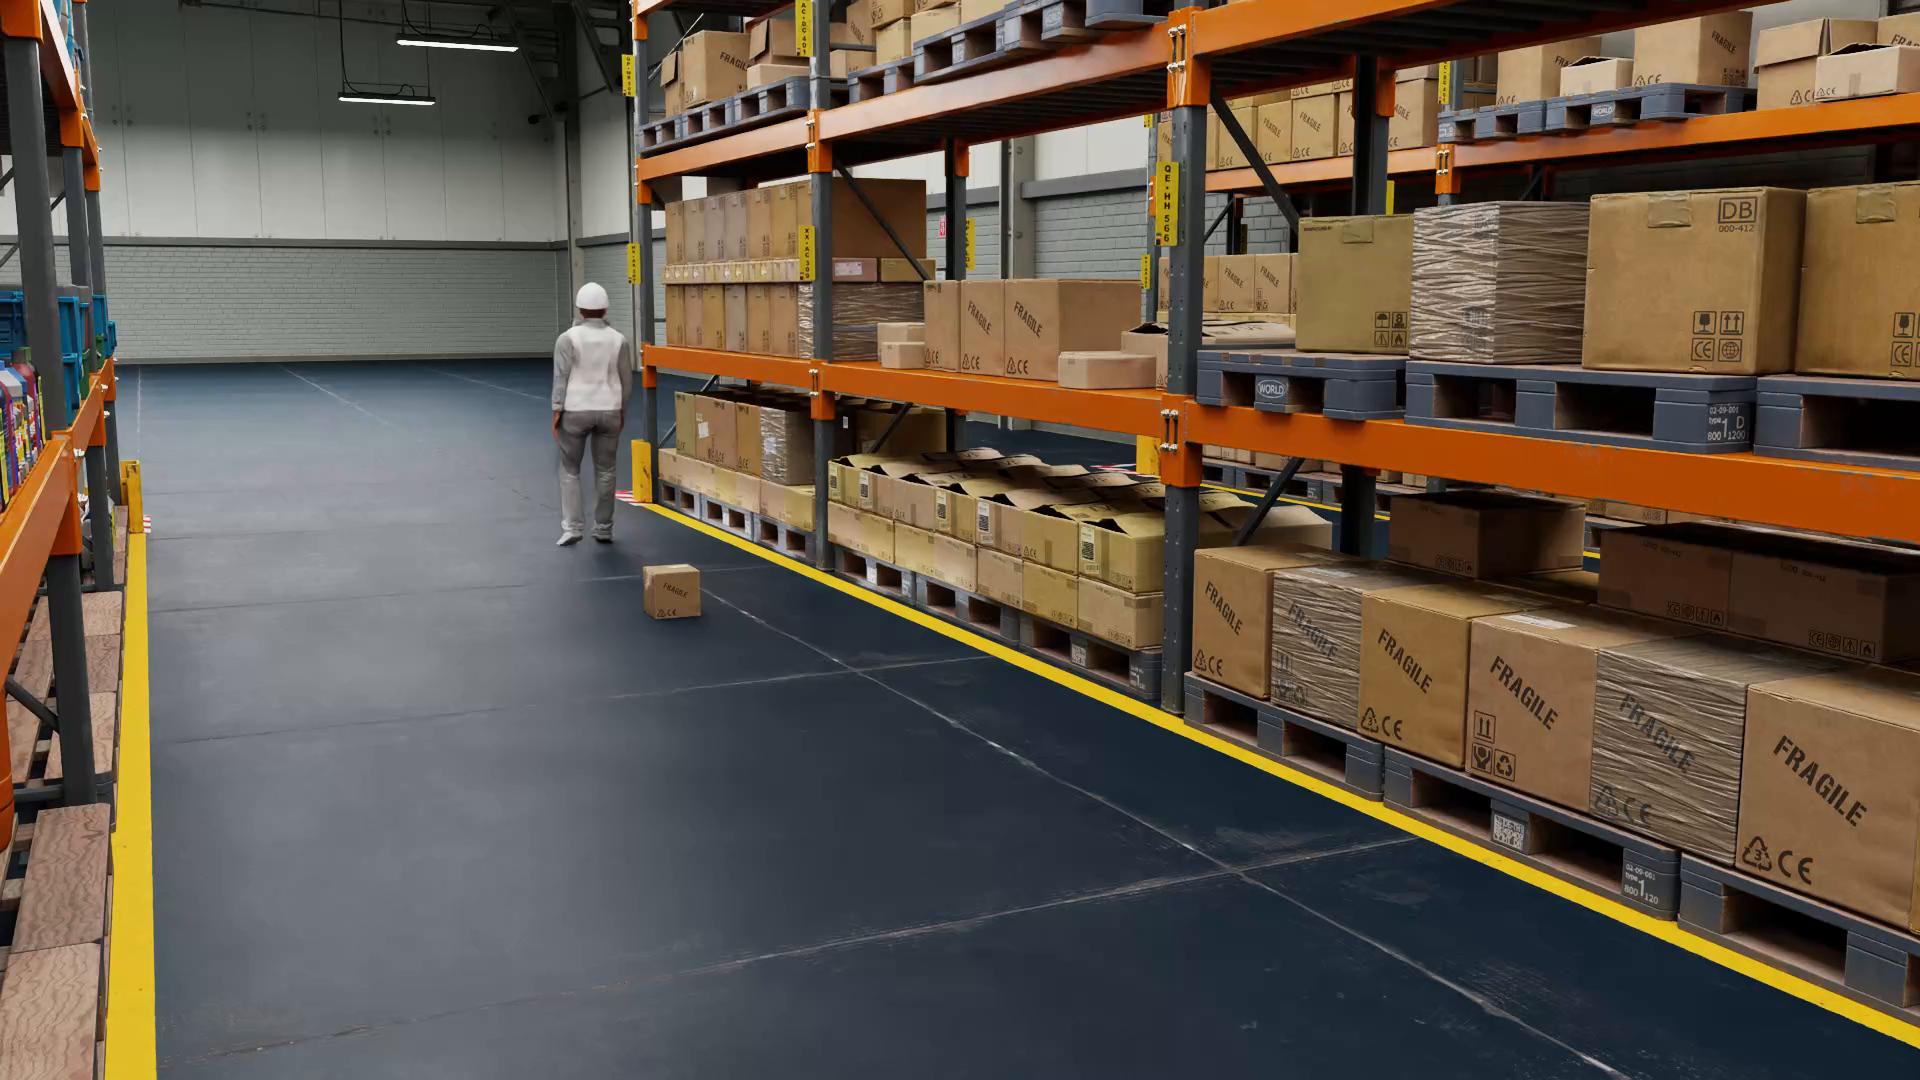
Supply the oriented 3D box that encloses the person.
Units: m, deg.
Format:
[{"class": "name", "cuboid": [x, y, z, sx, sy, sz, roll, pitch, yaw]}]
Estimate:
[{"class": "person", "cuboid": [-2.564, -0.850, 11.501, 0.574, 1.838, 0.449, -4, 9, -27]}]
